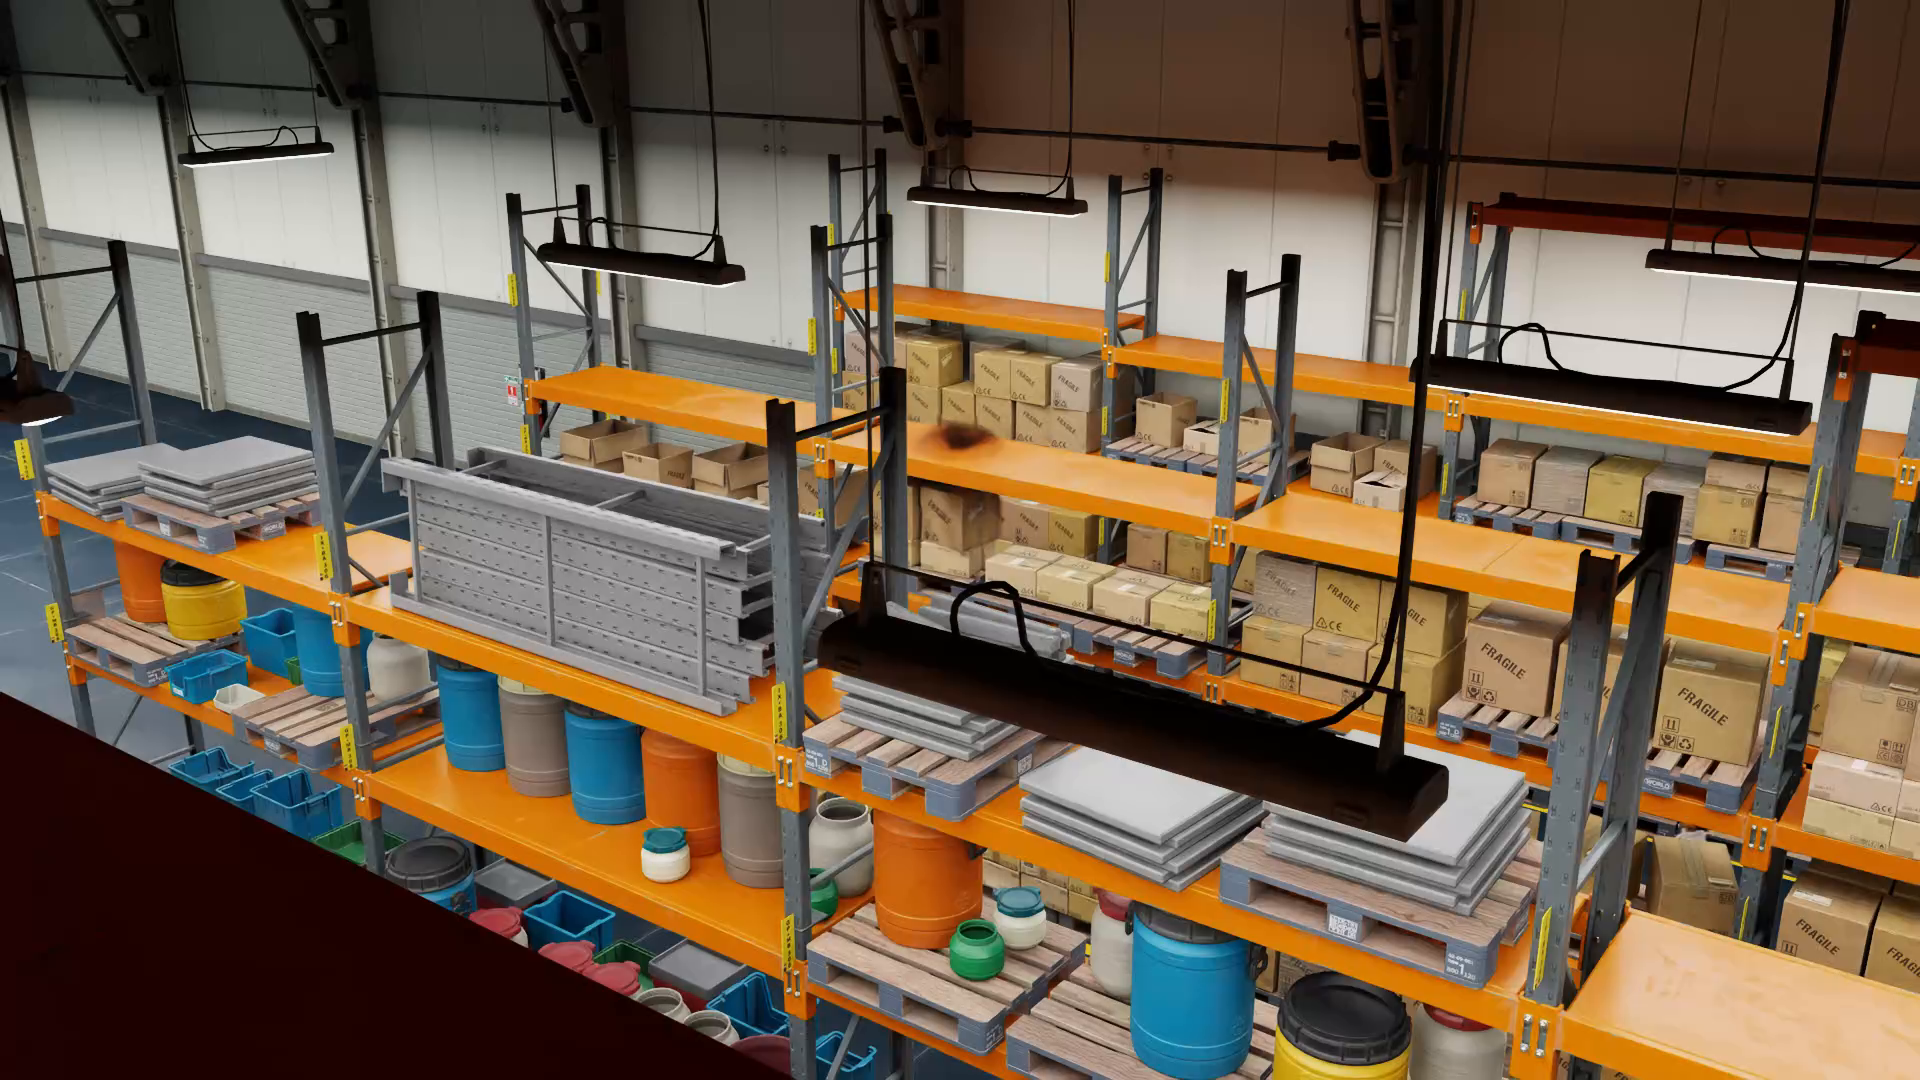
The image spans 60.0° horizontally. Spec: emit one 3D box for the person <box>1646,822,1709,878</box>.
[{"bbox_3d":[5.982,2.888,13.867,0.493,1.629,1.023,-17,25,-42],"label":"person"}]
